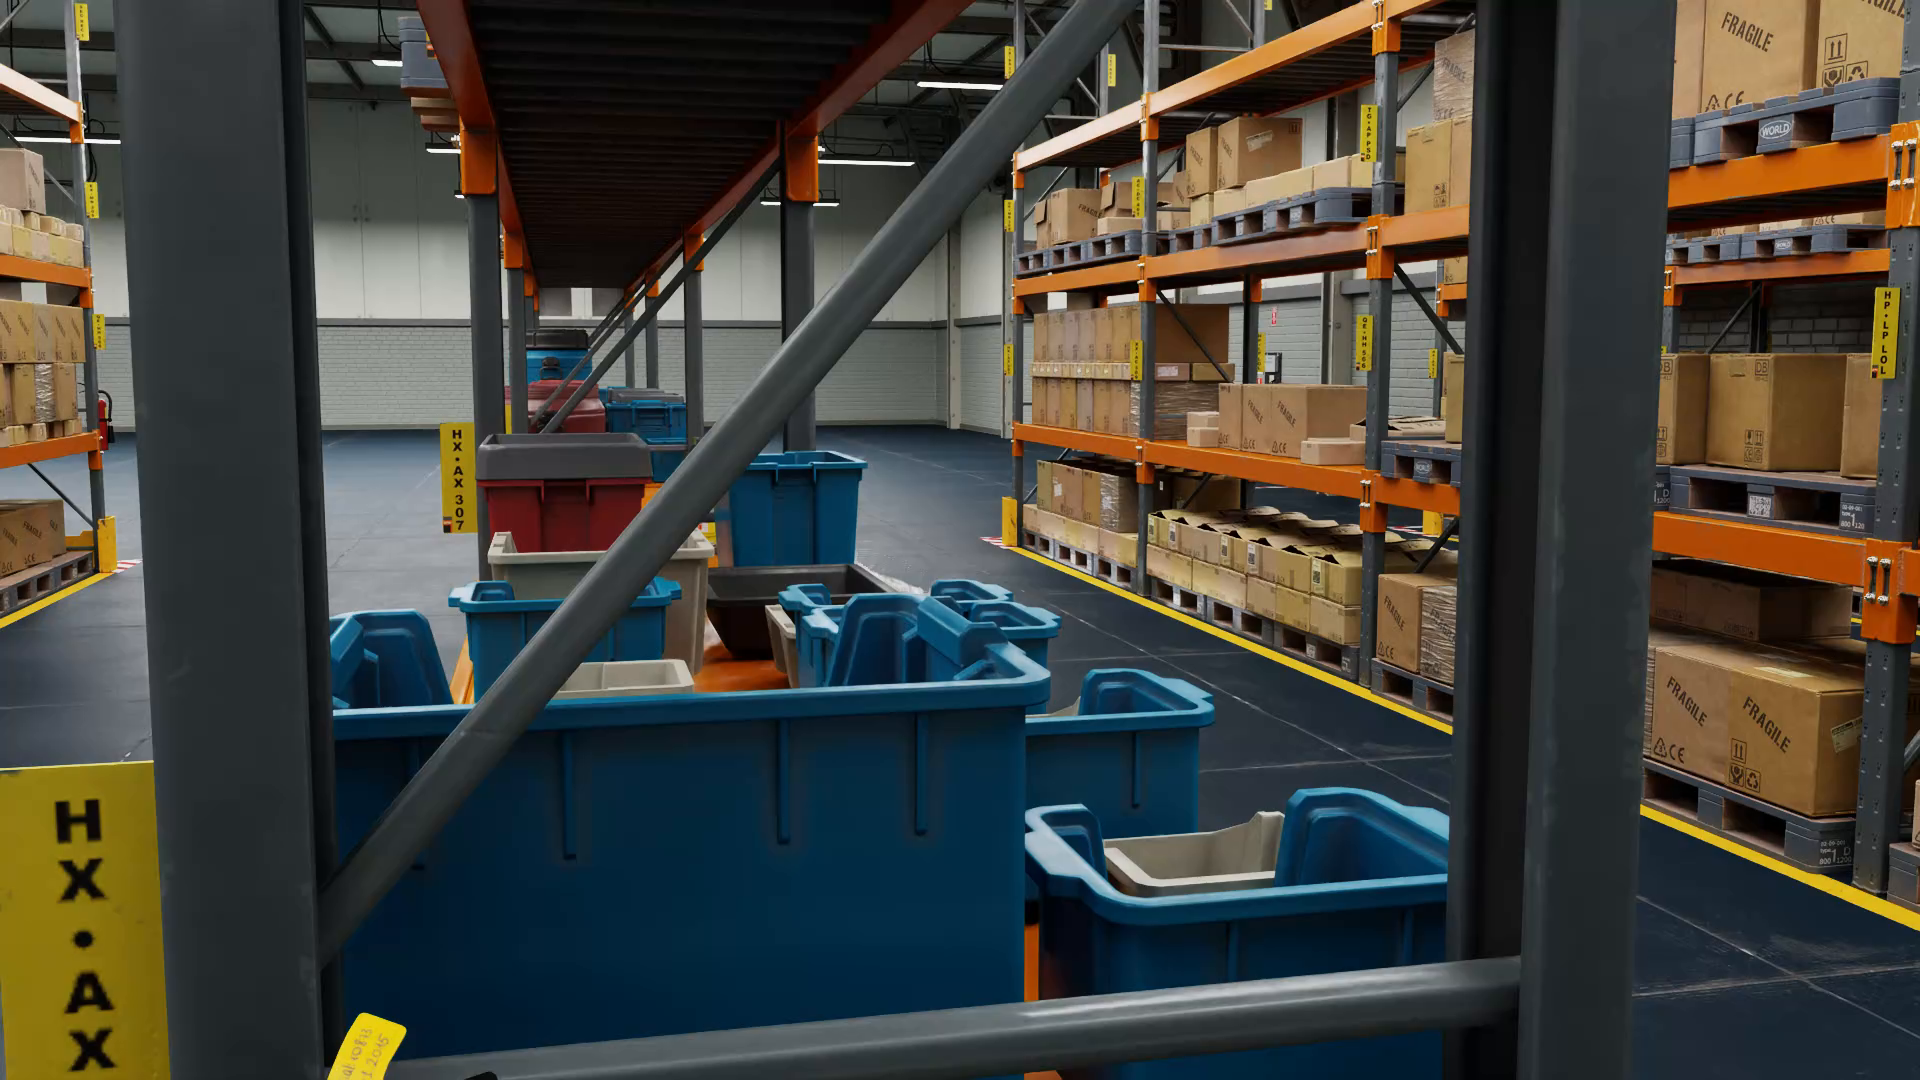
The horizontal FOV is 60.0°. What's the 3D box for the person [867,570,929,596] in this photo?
[{"bbox_3d":[-0.587,0.544,10.154,0.884,0.817,0.451,-2,6,-15],"label":"person"}]
